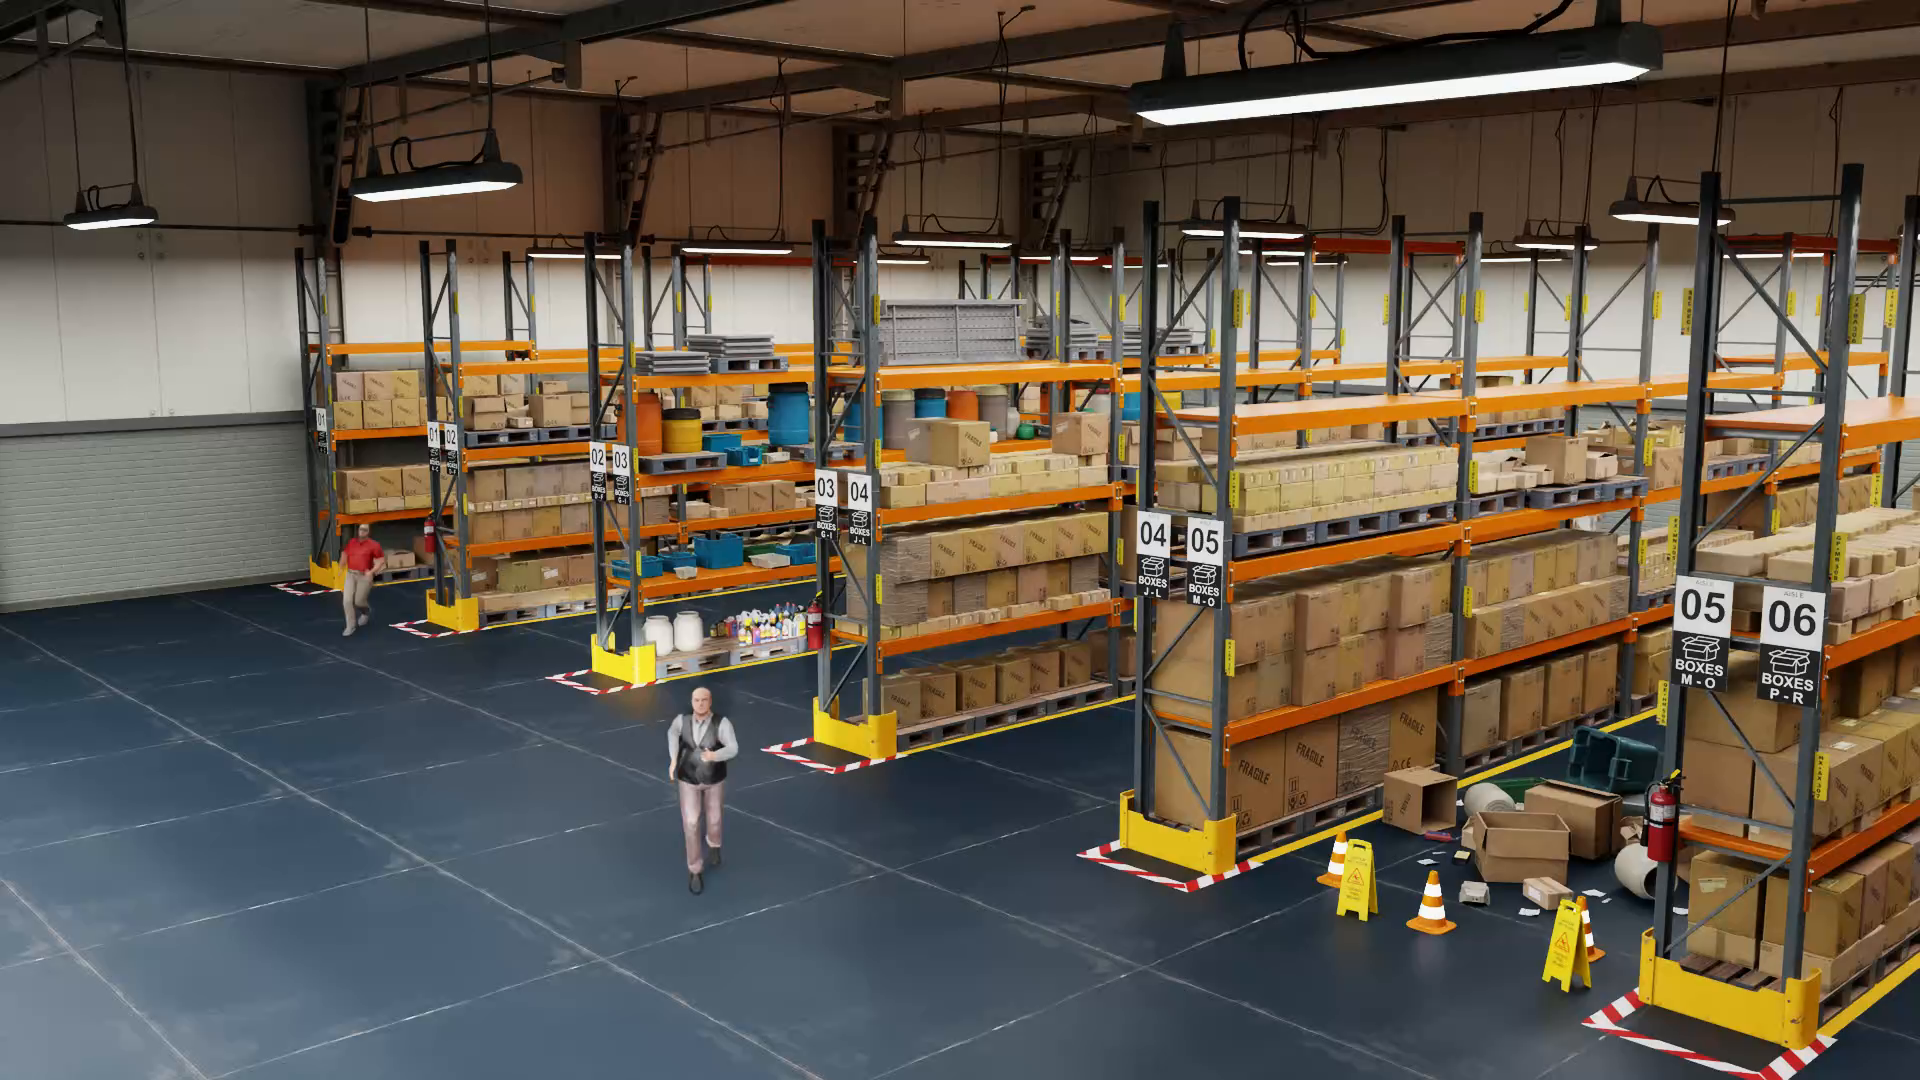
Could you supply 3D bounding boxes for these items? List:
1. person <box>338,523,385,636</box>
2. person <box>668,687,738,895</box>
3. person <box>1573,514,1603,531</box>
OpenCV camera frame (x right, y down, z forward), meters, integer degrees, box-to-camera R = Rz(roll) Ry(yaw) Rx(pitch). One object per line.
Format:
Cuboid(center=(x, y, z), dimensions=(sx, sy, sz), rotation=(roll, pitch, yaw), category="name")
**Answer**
Cuboid(center=(-9.259, 0.595, 25.669), dimensions=(0.716, 1.696, 0.664), rotation=(1, 8, 5), category="person")
Cuboid(center=(-2.271, 2.160, 14.728), dimensions=(0.627, 1.773, 0.869), rotation=(-1, 8, -6), category="person")
Cuboid(center=(11.530, -0.193, 30.774), dimensions=(0.745, 1.769, 0.825), rotation=(-7, 11, -38), category="person")
